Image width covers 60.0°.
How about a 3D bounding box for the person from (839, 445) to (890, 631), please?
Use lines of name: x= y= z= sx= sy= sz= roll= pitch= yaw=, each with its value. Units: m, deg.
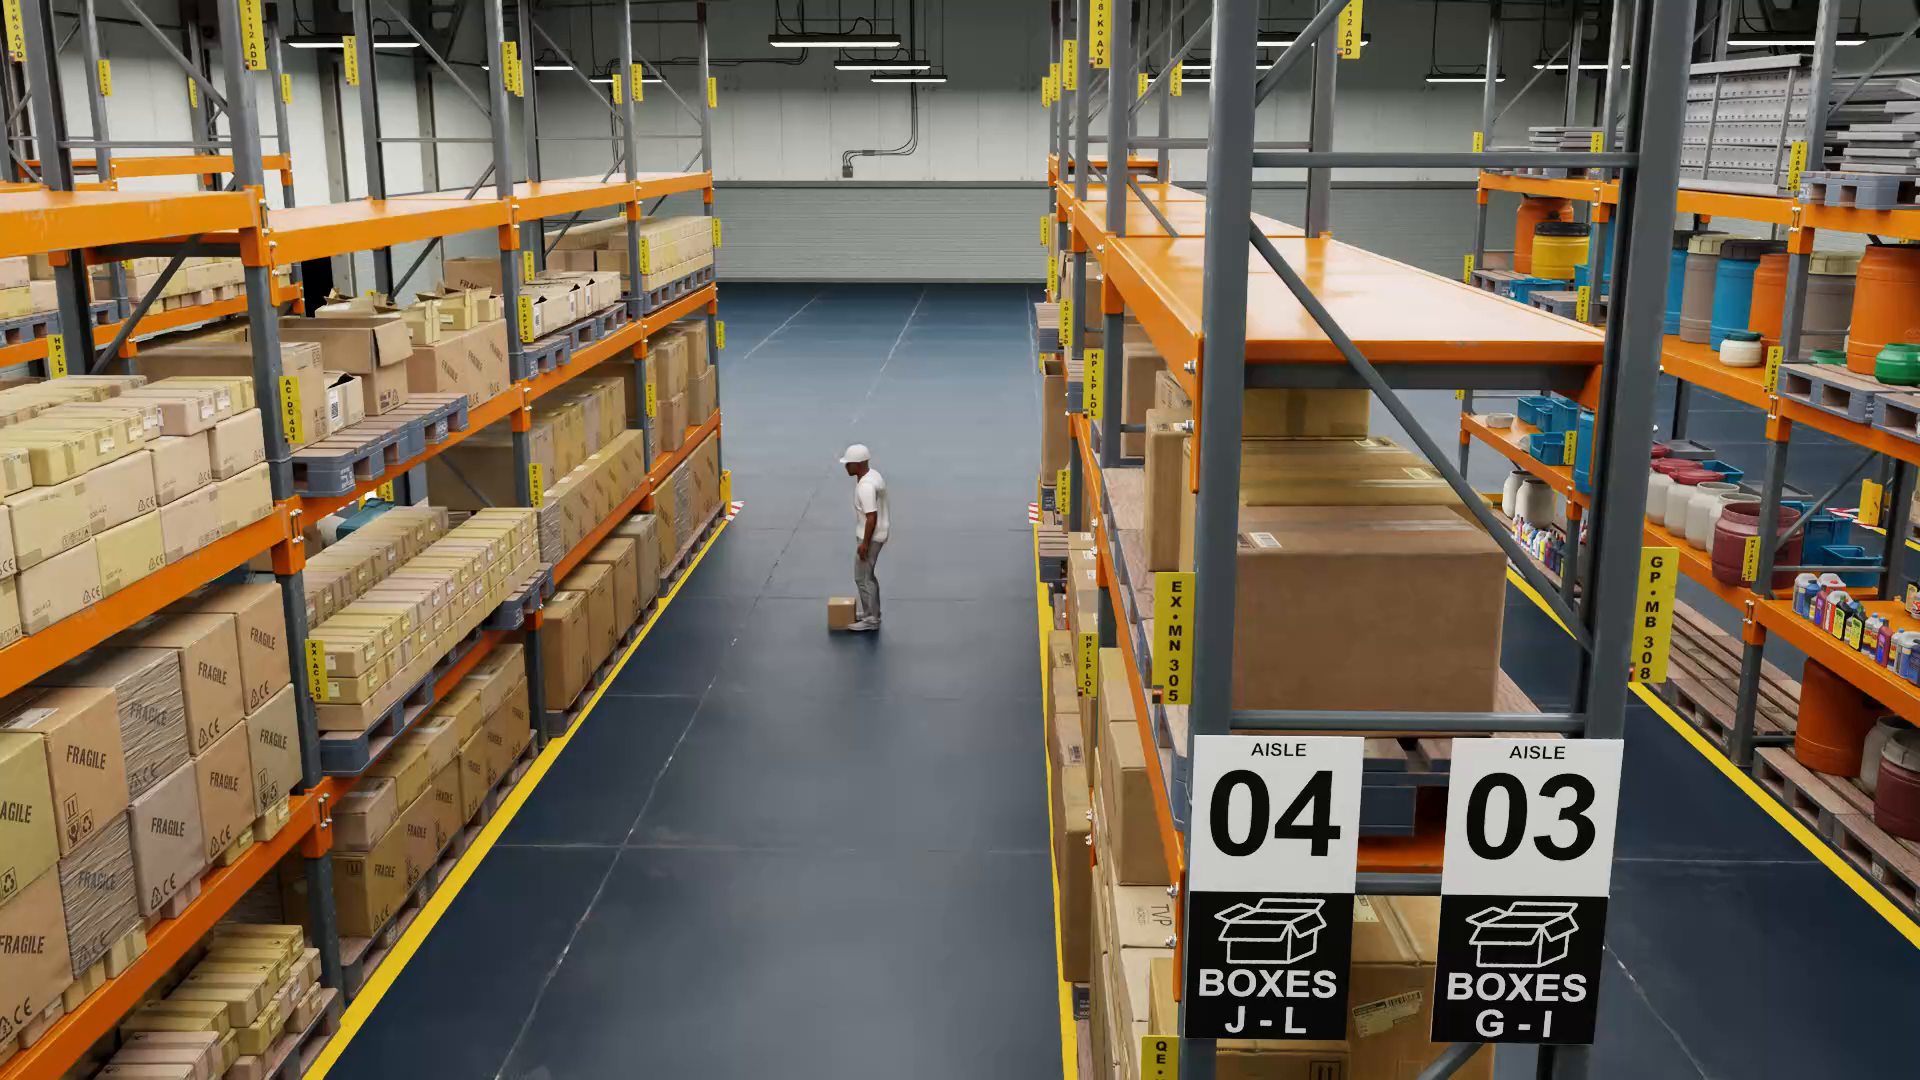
person: x=-0.887 y=-0.034 z=15.600 sx=0.463 sy=1.759 sz=0.625 roll=0 pitch=14 yaw=-1
